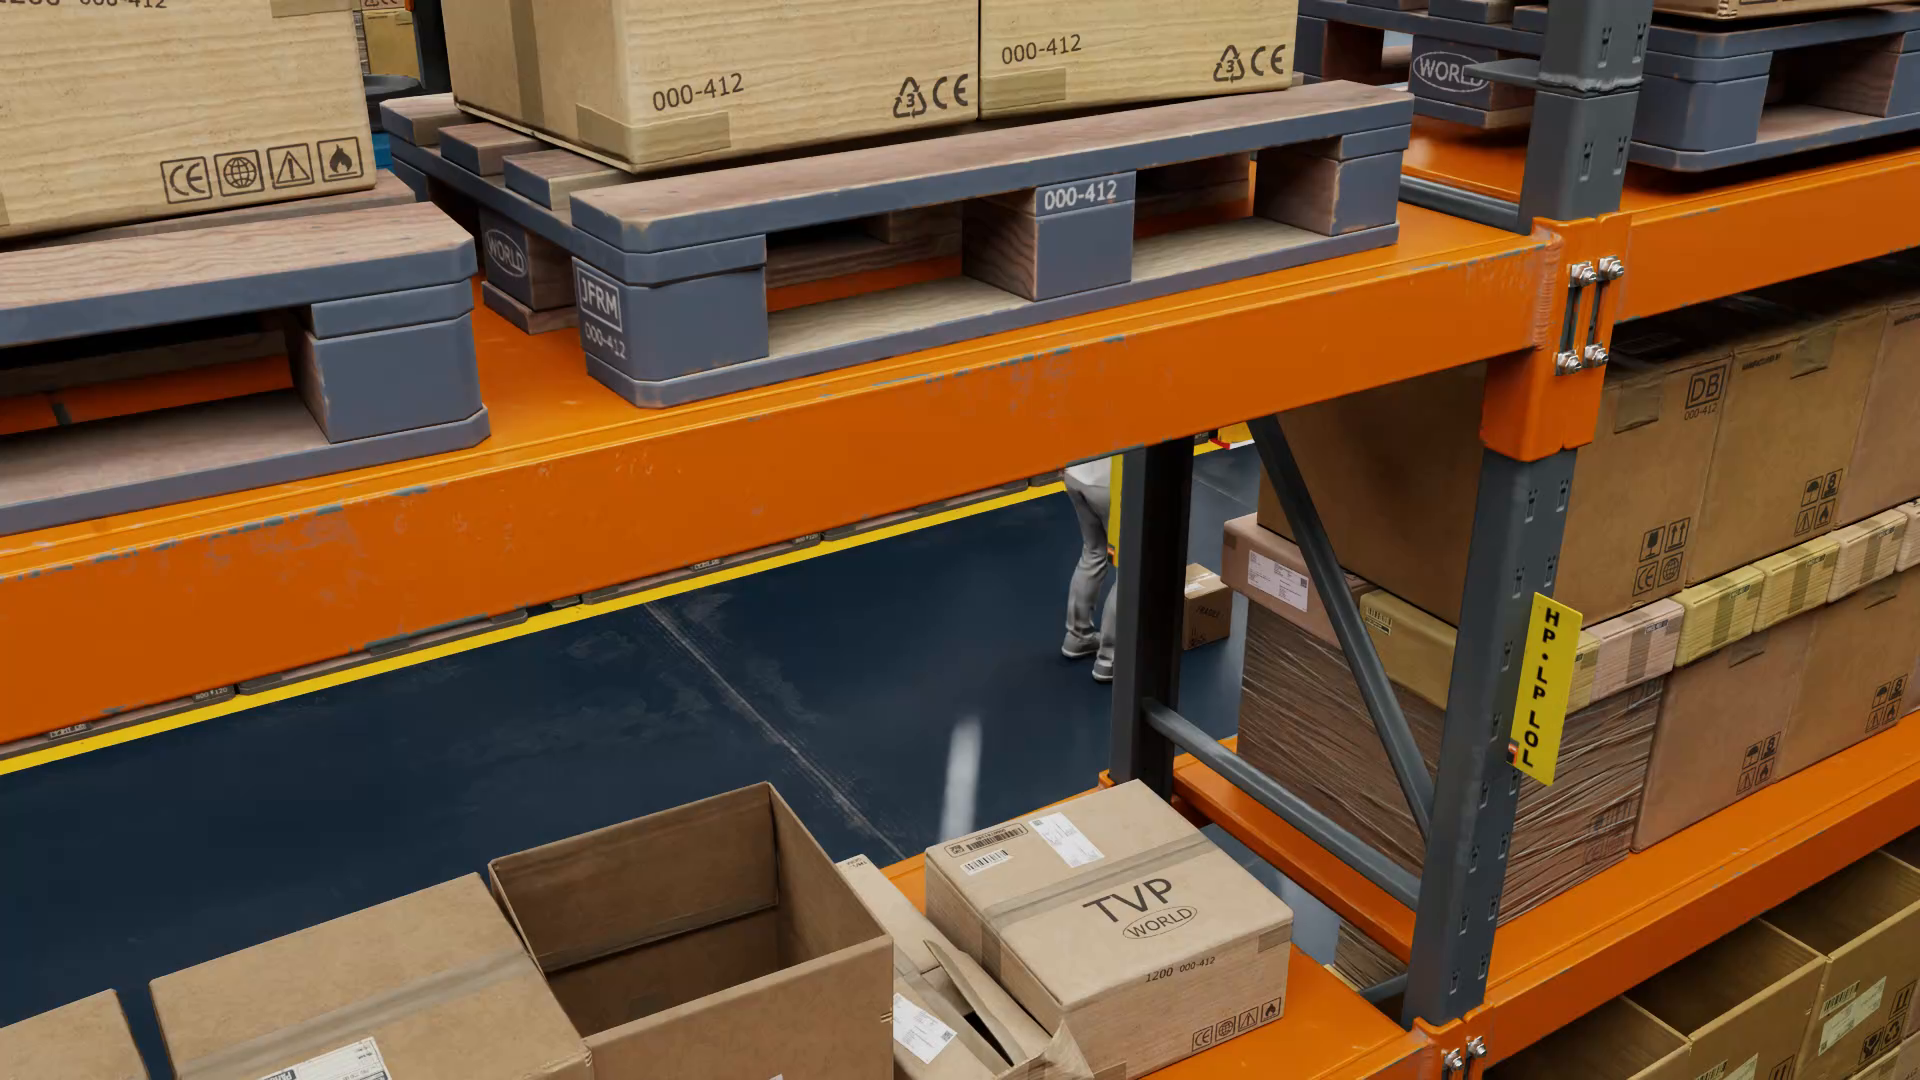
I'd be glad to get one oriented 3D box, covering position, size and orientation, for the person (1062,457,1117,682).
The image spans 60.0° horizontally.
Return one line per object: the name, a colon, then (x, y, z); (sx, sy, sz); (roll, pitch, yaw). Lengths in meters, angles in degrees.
person: (0.596, -0.242, 6.648); (0.381, 1.651, 0.485); (-15, 29, -28)
